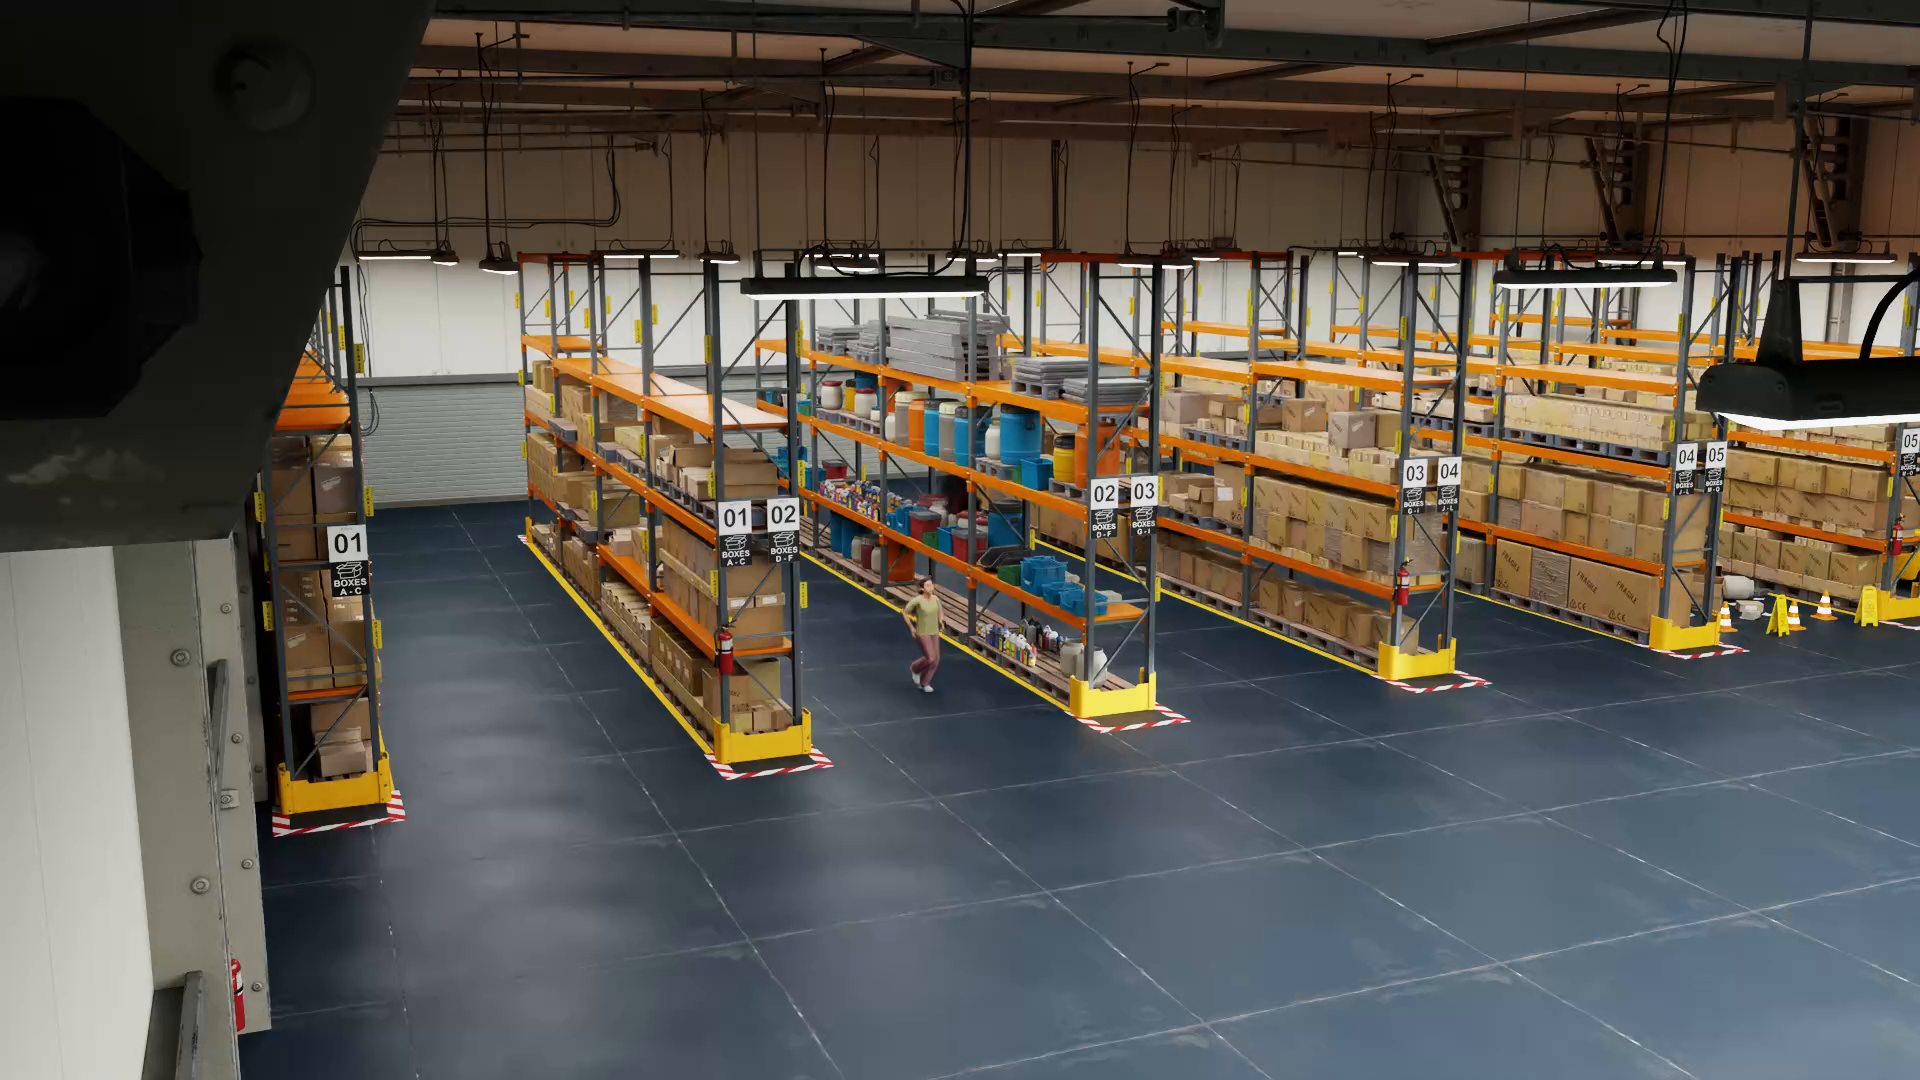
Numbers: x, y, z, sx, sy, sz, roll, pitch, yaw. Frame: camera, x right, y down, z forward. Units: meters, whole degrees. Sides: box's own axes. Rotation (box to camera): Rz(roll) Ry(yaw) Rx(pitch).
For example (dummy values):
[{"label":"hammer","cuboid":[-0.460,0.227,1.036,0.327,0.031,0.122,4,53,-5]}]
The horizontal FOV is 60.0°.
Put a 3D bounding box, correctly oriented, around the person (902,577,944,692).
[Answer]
[{"label":"person","cuboid":[-0.448,1.329,23.256,0.581,1.629,0.541,-8,13,-36]}]
